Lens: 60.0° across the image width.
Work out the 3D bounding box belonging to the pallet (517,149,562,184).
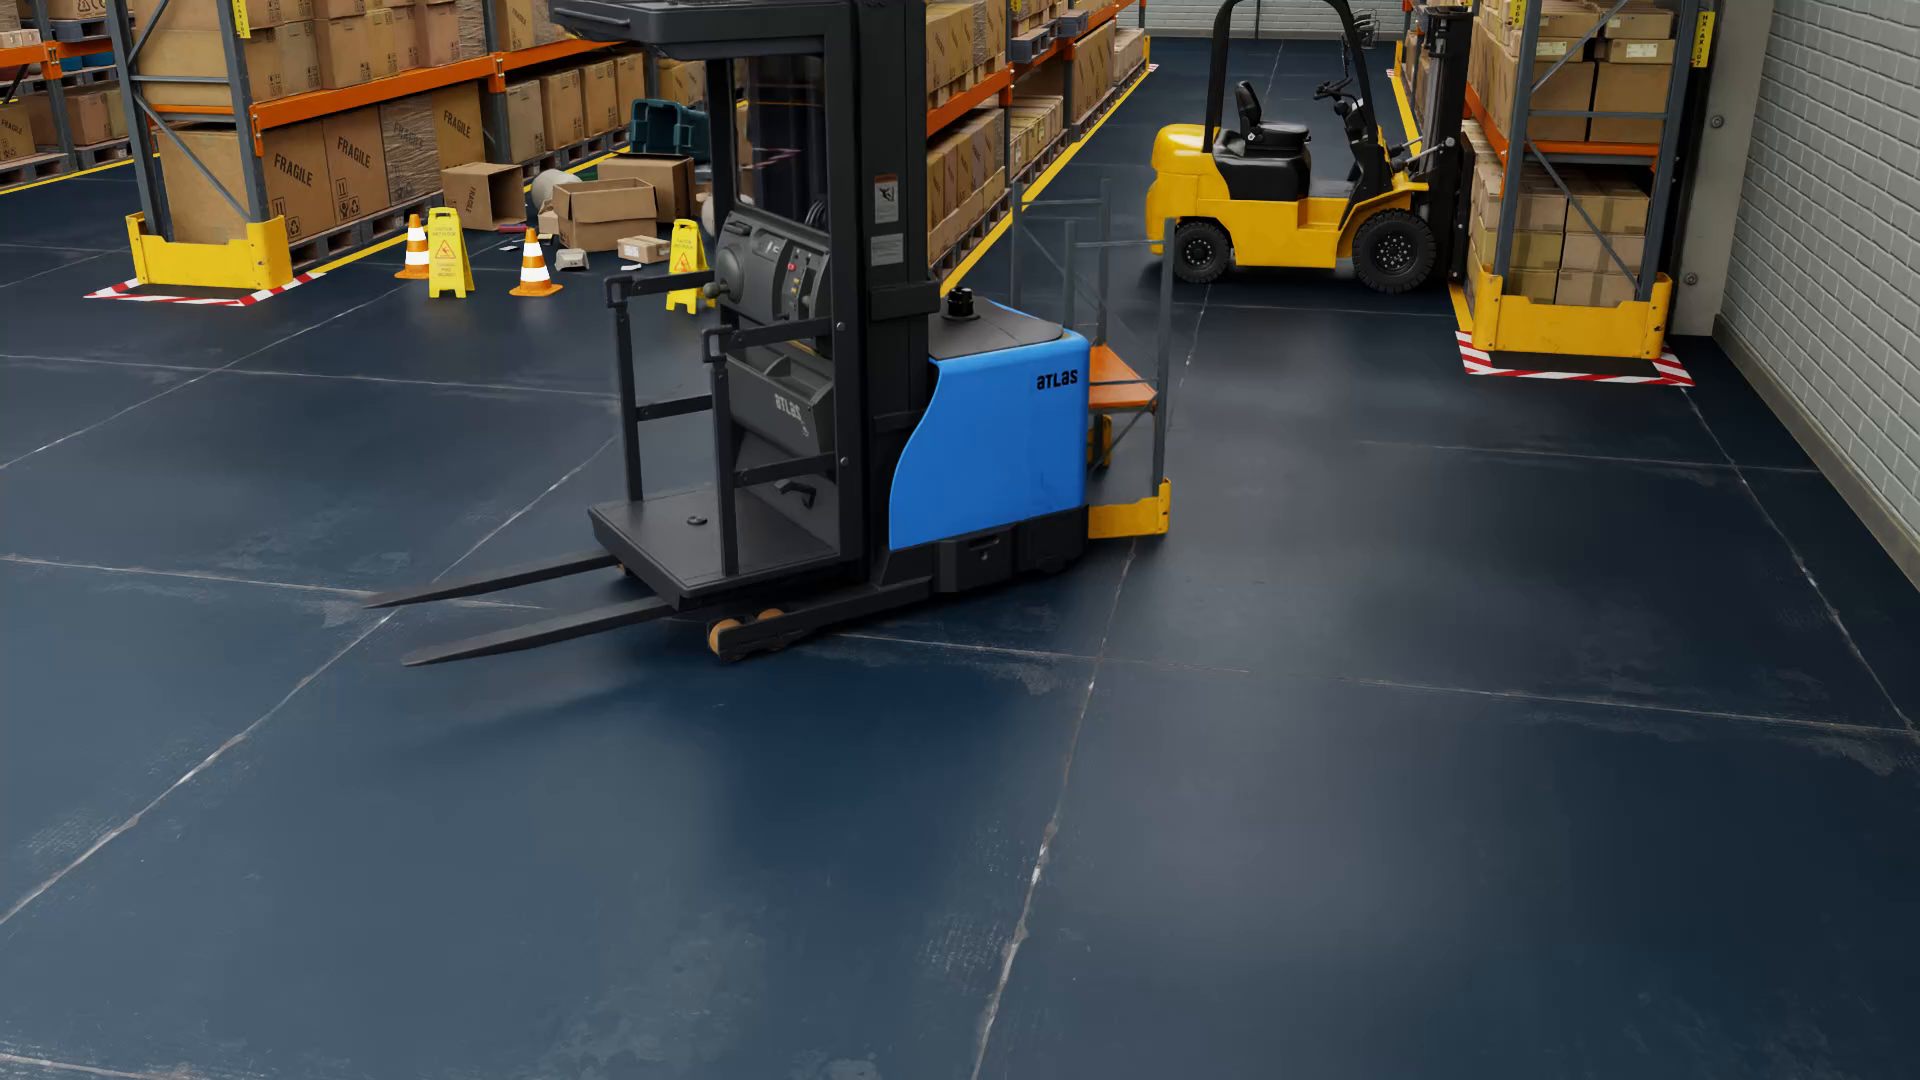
[{"bbox_3d":[-4.821,-3.848,17.125,1.003,0.211,1.213,4,22,11],"label":"pallet"}]

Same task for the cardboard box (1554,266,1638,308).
[{"bbox_3d":[4.297,-1.757,11.320,0.500,0.250,0.500,5,22,11],"label":"cardboard box"}]

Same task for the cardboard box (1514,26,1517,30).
[{"bbox_3d":[3.999,-3.444,11.388,0.380,0.149,0.250,4,22,11],"label":"cardboard box"}]

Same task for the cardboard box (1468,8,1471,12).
[{"bbox_3d":[4.672,-4.497,14.537,0.500,0.250,0.500,4,22,10],"label":"cardboard box"}]

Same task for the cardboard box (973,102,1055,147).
[{"bbox_3d":[0.510,-4.475,17.906,0.950,0.372,0.625,4,22,10],"label":"cardboard box"}]

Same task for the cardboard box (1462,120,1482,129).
[{"bbox_3d":[4.416,-3.366,13.976,0.500,0.250,0.500,4,22,10],"label":"cardboard box"}]

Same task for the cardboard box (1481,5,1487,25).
[{"bbox_3d":[4.299,-4.110,13.041,0.380,0.149,0.250,5,22,12],"label":"cardboard box"}]

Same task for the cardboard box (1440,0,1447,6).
[{"bbox_3d":[5.284,-5.619,17.323,0.500,0.250,0.500,4,22,11],"label":"cardboard box"}]

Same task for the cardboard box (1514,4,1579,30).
[{"bbox_3d":[3.919,-3.496,11.118,0.380,0.149,0.250,5,22,12],"label":"cardboard box"}]

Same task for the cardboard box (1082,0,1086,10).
[{"bbox_3d":[1.211,-6.255,19.571,0.500,0.250,0.500,4,22,9],"label":"cardboard box"}]

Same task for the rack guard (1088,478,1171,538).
[{"bbox_3d":[0.706,-0.146,7.881,0.587,0.250,0.087,-4,22,-11],"label":"rack guard"}]

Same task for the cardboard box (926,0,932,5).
[{"bbox_3d":[-0.612,-4.452,13.023,0.700,0.500,0.500,4,22,11],"label":"cardboard box"}]

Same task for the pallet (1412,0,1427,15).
[{"bbox_3d":[6.184,-6.689,20.703,1.003,0.211,1.213,4,22,11],"label":"pallet"}]

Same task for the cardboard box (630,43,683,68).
[{"bbox_3d":[-3.711,-5.933,20.350,0.500,0.250,0.500,3,22,8],"label":"cardboard box"}]

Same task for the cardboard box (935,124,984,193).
[{"bbox_3d":[-0.101,-3.170,13.825,0.500,0.500,0.500,6,23,14],"label":"cardboard box"}]

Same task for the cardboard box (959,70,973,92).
[{"bbox_3d":[-0.108,-3.696,13.351,0.380,0.149,0.250,5,22,11],"label":"cardboard box"}]

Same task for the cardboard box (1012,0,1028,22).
[{"bbox_3d":[0.338,-5.042,15.263,0.500,0.500,0.500,5,22,12],"label":"cardboard box"}]

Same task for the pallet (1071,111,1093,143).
[{"bbox_3d":[1.012,-4.965,19.899,1.003,0.211,1.213,4,22,11],"label":"pallet"}]

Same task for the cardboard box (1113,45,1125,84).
[{"bbox_3d":[1.827,-6.666,23.259,0.875,0.438,0.875,4,22,10],"label":"cardboard box"}]

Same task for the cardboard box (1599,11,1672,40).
[{"bbox_3d":[4.283,-3.265,10.545,0.380,0.149,0.250,4,22,10],"label":"cardboard box"}]

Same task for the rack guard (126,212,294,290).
[{"bbox_3d":[-5.726,-2.222,12.702,1.175,0.500,0.348,4,22,11],"label":"rack guard"}]

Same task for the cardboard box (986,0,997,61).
[{"bbox_3d":[0.016,-4.327,14.050,0.500,0.500,0.500,5,23,13],"label":"cardboard box"}]

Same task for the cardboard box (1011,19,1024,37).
[{"bbox_3d":[0.384,-4.769,15.455,0.380,0.149,0.250,5,22,12],"label":"cardboard box"}]

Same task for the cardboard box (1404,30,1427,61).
[{"bbox_3d":[7.053,-7.345,24.855,0.797,0.503,0.637,4,22,9],"label":"cardboard box"}]

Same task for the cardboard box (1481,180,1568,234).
[{"bbox_3d":[3.794,-2.248,11.201,0.500,0.250,0.500,5,23,13],"label":"cardboard box"}]

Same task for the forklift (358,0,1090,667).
[{"bbox_3d":[-0.943,-1.098,6.657,3.031,2.935,1.130,-13,25,-30],"label":"forklift"}]

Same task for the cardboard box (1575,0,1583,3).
[{"bbox_3d":[4.627,-3.828,11.944,0.380,0.149,0.250,5,22,11],"label":"cardboard box"}]

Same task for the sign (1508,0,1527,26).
[{"bbox_3d":[3.477,-3.366,10.330,0.100,0.325,0.005,4,22,11],"label":"sign"}]

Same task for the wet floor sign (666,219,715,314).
[{"bbox_3d":[-1.941,-1.970,11.882,0.267,0.644,0.232,13,25,29],"label":"wet floor sign"}]

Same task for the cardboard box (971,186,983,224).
[{"bbox_3d":[-0.103,-2.814,13.945,0.500,0.250,0.500,5,22,12],"label":"cardboard box"}]

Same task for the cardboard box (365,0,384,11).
[{"bbox_3d":[-5.357,-4.700,13.862,0.875,0.550,0.500,4,22,11],"label":"cardboard box"}]

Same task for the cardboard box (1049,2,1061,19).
[{"bbox_3d":[0.848,-5.524,17.329,0.380,0.149,0.250,5,22,12],"label":"cardboard box"}]

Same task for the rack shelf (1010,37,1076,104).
[{"bbox_3d":[0.370,-4.911,16.995,1.077,0.370,4.000,4,22,11],"label":"rack shelf"}]

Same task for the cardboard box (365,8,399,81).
[{"bbox_3d":[-5.294,-4.194,14.052,0.875,0.550,0.500,4,22,11],"label":"cardboard box"}]

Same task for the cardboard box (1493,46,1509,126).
[{"bbox_3d":[3.964,-3.108,11.423,0.500,0.500,0.500,5,23,13],"label":"cardboard box"}]

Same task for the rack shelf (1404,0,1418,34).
[{"bbox_3d":[6.862,-7.459,23.323,1.077,0.370,4.000,4,22,11],"label":"rack shelf"}]

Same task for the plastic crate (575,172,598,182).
[{"bbox_3d":[-3.658,-3.412,15.998,0.450,0.188,0.662,7,21,42],"label":"plastic crate"}]

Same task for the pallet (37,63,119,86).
[{"bbox_3d":[-13.154,-6.999,24.950,1.003,0.211,1.213,4,22,11],"label":"pallet"}]

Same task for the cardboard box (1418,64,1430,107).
[{"bbox_3d":[5.930,-5.560,20.427,0.500,0.500,0.500,4,22,9],"label":"cardboard box"}]

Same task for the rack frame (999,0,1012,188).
[{"bbox_3d":[-0.038,-4.513,15.044,1.000,3.000,0.127,4,22,11],"label":"rack frame"}]

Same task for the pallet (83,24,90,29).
[{"bbox_3d":[-9.288,-5.915,18.783,1.003,0.211,1.213,4,22,11],"label":"pallet"}]

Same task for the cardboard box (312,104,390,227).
[{"bbox_3d":[-5.470,-3.175,14.003,0.875,0.875,0.875,4,22,10],"label":"cardboard box"}]

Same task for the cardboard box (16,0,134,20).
[{"bbox_3d":[-9.441,-6.021,17.424,1.000,1.000,1.000,5,22,11],"label":"cardboard box"}]

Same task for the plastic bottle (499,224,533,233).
[{"bbox_3d":[-3.879,-2.723,14.534,0.283,0.061,0.133,-3,22,-8],"label":"plastic bottle"}]

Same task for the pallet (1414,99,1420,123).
[{"bbox_3d":[6.325,-5.468,21.148,1.003,0.211,1.213,4,22,11],"label":"pallet"}]

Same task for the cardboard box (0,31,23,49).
[{"bbox_3d":[-9.556,-4.960,16.491,0.380,0.149,0.250,4,22,11],"label":"cardboard box"}]

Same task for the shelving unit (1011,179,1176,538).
[{"bbox_3d":[0.607,-0.908,8.100,0.587,1.500,1.083,-4,22,-11],"label":"shelving unit"}]

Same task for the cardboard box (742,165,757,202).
[{"bbox_3d":[-1.589,-3.066,14.795,0.500,0.500,0.500,-16,27,-35],"label":"cardboard box"}]

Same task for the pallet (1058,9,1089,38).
[{"bbox_3d":[0.737,-5.618,18.045,1.213,0.211,1.003,4,22,11],"label":"pallet"}]

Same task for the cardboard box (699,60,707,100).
[{"bbox_3d":[-3.495,-5.963,21.428,0.500,0.500,0.500,4,22,10],"label":"cardboard box"}]

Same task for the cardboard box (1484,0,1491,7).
[{"bbox_3d":[4.305,-4.244,12.977,0.380,0.149,0.250,5,22,12],"label":"cardboard box"}]

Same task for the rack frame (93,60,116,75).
[{"bbox_3d":[-12.956,-8.572,25.122,1.000,3.000,0.127,4,22,11],"label":"rack frame"}]
